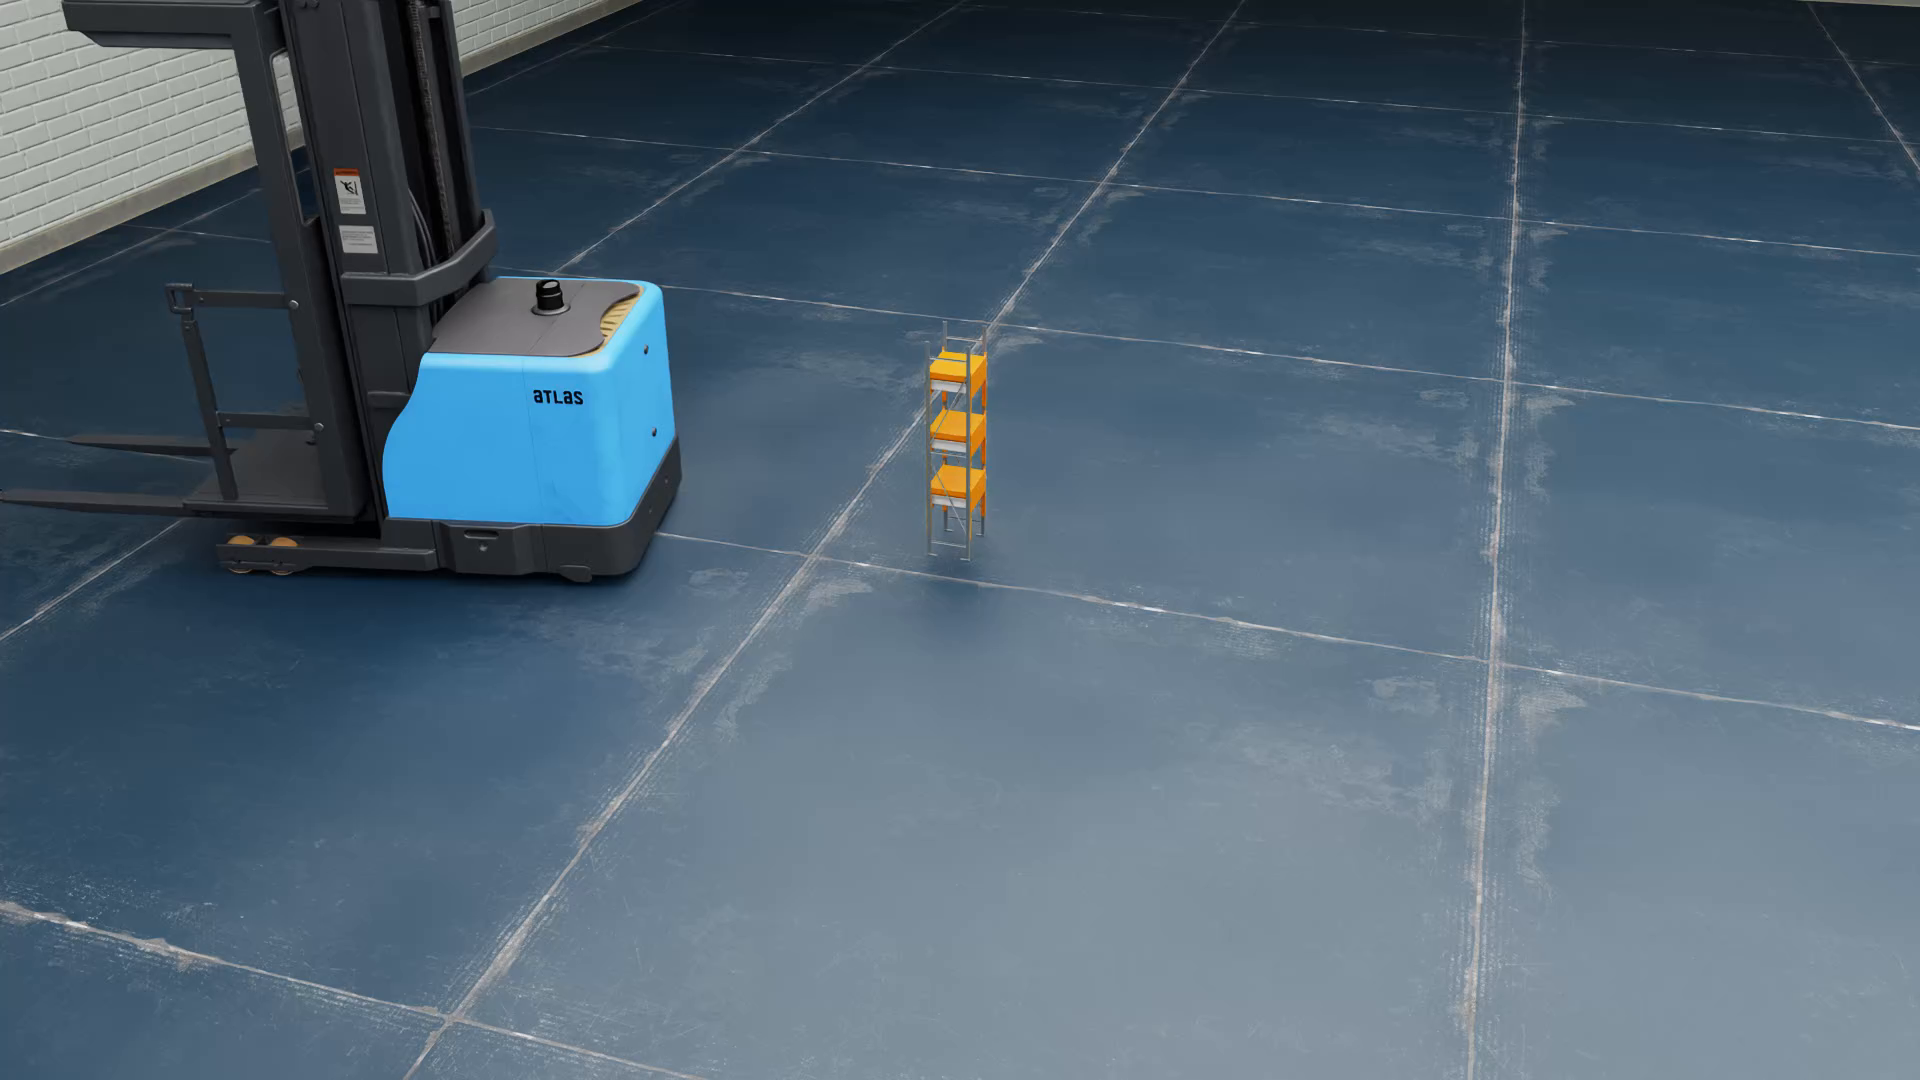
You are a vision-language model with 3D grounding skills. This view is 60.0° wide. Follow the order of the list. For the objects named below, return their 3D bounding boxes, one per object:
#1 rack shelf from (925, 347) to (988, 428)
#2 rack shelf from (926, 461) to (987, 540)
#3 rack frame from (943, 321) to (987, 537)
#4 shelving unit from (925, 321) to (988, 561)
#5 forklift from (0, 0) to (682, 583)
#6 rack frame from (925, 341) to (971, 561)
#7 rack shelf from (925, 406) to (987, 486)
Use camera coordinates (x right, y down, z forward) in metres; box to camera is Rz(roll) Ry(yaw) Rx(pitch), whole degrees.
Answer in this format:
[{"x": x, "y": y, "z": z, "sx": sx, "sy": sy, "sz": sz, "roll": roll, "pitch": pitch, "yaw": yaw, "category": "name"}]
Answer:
[{"x": -0.016, "y": -0.673, "z": 7.317, "sx": 0.215, "sy": 0.259, "sz": 0.240, "roll": 8, "pitch": 30, "yaw": 15, "category": "rack shelf"}, {"x": -0.016, "y": -0.182, "z": 7.590, "sx": 0.215, "sy": 0.259, "sz": 0.240, "roll": 8, "pitch": 30, "yaw": 15, "category": "rack shelf"}, {"x": 0.020, "y": -0.491, "z": 7.552, "sx": 0.200, "sy": 1.050, "sz": 0.008, "roll": 8, "pitch": 30, "yaw": 15, "category": "rack frame"}, {"x": -0.016, "y": -0.434, "z": 7.450, "sx": 0.215, "sy": 1.050, "sz": 0.252, "roll": 8, "pitch": 30, "yaw": 15, "category": "shelving unit"}, {"x": -2.907, "y": -1.375, "z": 7.207, "sx": 3.031, "sy": 2.935, "sz": 1.130, "roll": 2, "pitch": 29, "yaw": 4, "category": "forklift"}, {"x": -0.052, "y": -0.377, "z": 7.348, "sx": 0.200, "sy": 1.050, "sz": 0.008, "roll": 8, "pitch": 30, "yaw": 15, "category": "rack frame"}, {"x": -0.016, "y": -0.425, "z": 7.455, "sx": 0.215, "sy": 0.259, "sz": 0.240, "roll": 8, "pitch": 30, "yaw": 15, "category": "rack shelf"}]
